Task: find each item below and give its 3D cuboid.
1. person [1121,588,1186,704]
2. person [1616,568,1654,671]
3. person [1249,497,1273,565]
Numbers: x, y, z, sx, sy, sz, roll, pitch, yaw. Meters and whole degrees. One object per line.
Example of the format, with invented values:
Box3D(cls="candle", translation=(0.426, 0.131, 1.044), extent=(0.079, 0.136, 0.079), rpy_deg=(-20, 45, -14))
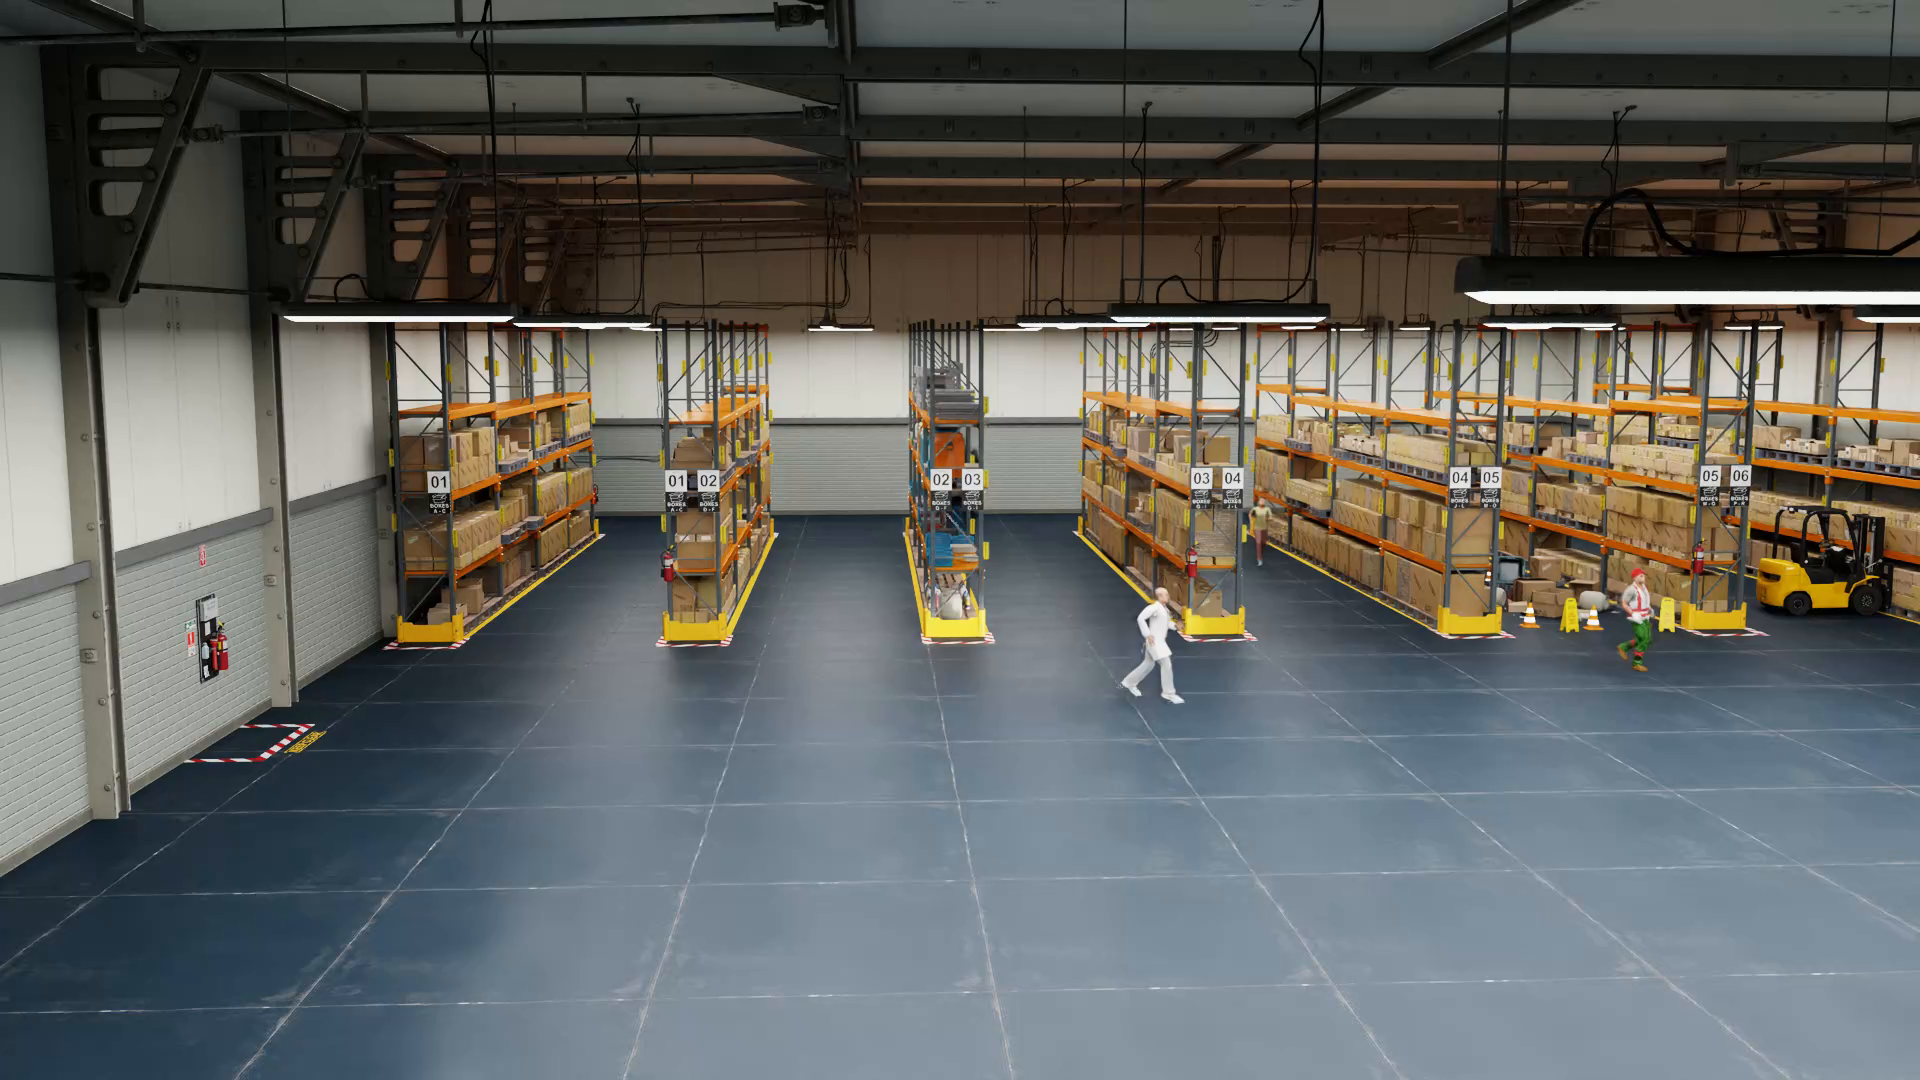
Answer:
Box3D(cls="person", translation=(3.026, 1.636, 26.017), extent=(1.025, 1.805, 0.649), rpy_deg=(2, 7, 15))
Box3D(cls="person", translation=(11.568, 1.348, 28.510), extent=(0.652, 1.755, 0.603), rpy_deg=(-6, 9, -39))
Box3D(cls="person", translation=(7.514, -0.258, 41.483), extent=(0.578, 1.661, 0.948), rpy_deg=(0, 7, 1))
